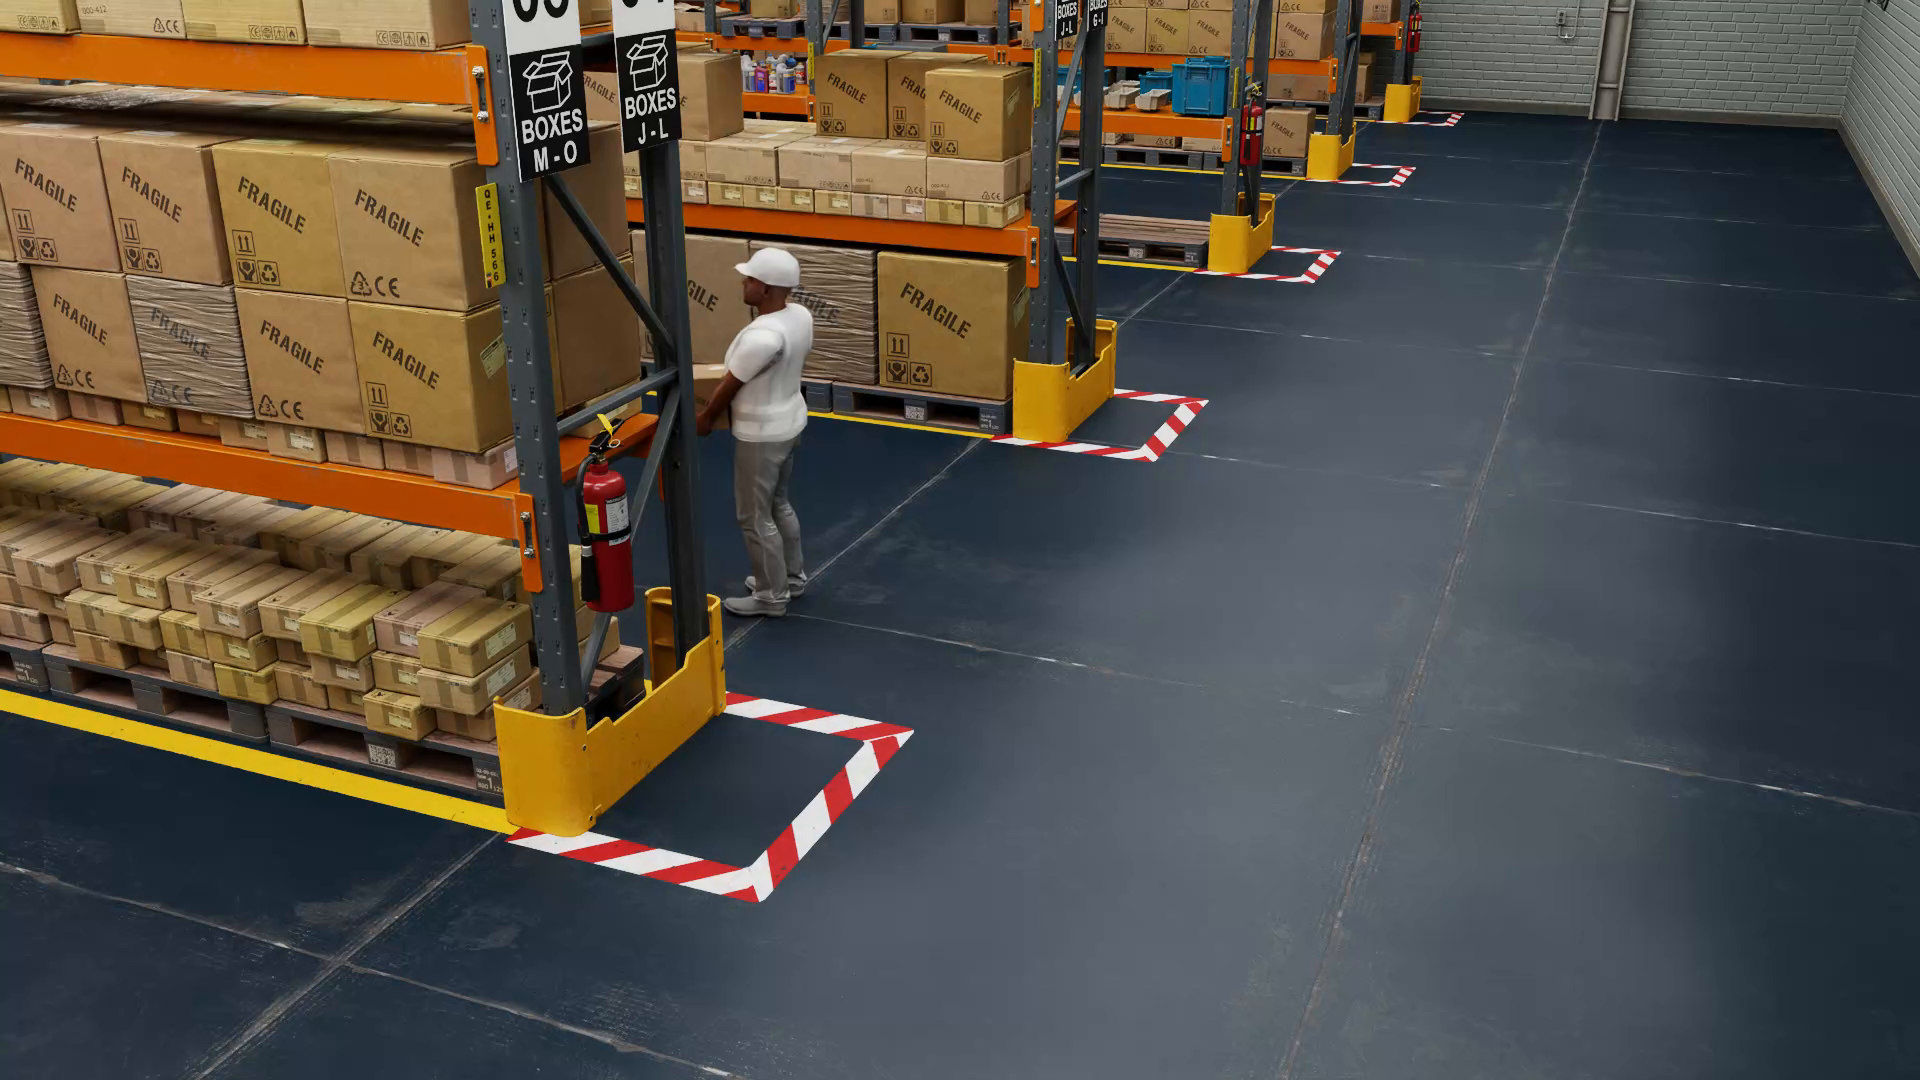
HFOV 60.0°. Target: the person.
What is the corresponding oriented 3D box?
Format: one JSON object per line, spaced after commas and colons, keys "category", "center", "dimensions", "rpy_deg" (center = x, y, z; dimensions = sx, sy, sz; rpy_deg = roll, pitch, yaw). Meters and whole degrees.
{"category": "person", "center": [-0.995, -0.508, 7.812], "dimensions": [0.577, 1.761, 0.502], "rpy_deg": [5, 23, 12]}
